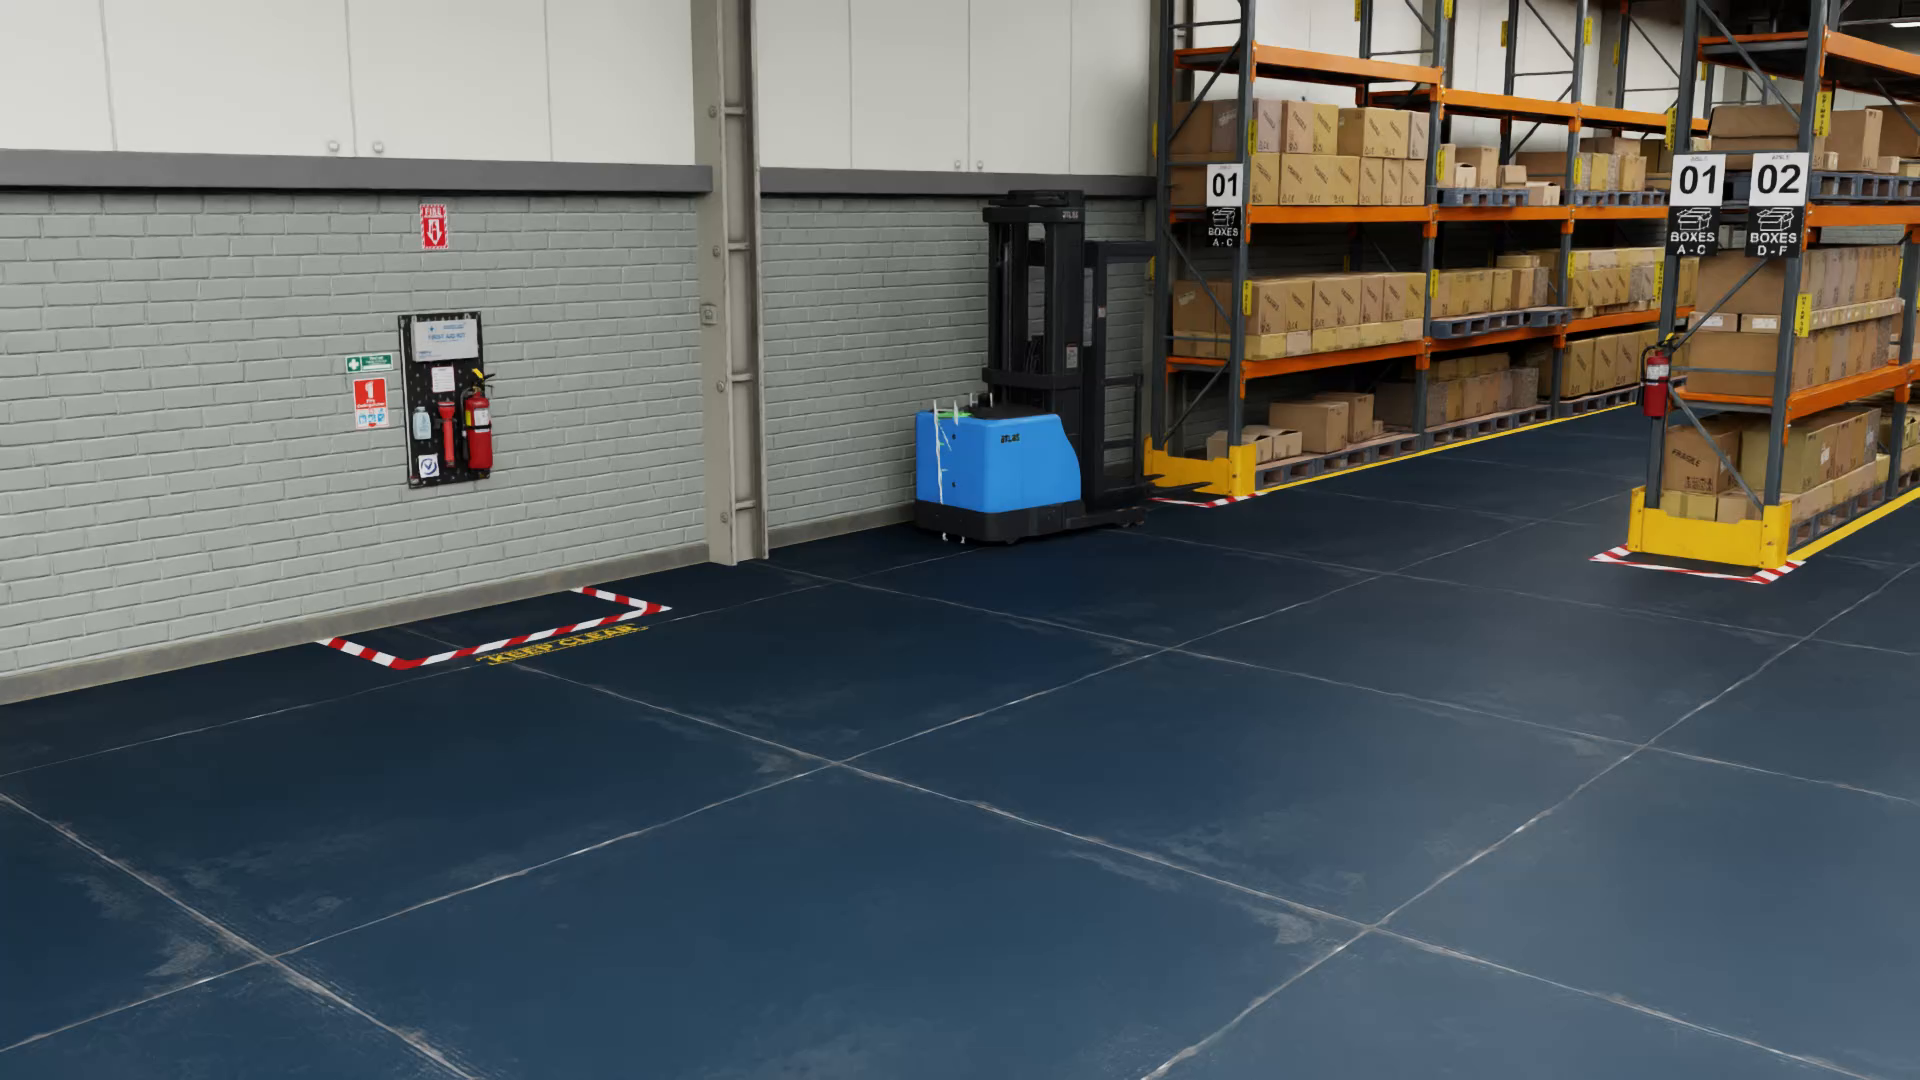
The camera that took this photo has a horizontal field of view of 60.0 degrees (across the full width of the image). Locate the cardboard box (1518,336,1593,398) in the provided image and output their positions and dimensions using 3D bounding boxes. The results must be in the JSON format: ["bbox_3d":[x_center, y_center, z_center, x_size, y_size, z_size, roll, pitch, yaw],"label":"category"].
[{"bbox_3d":[8.223,-2.401,22.991,0.750,0.750,0.750,10,15,40],"label":"cardboard box"}]

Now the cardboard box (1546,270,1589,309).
[{"bbox_3d":[8.152,-3.401,22.516,0.500,0.500,0.500,10,15,42],"label":"cardboard box"}]

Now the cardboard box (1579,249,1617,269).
[{"bbox_3d":[8.813,-3.917,23.186,0.500,0.250,0.500,10,15,41],"label":"cardboard box"}]

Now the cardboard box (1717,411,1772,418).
[{"bbox_3d":[7.192,-0.906,15.124,0.500,0.500,0.500,10,15,40],"label":"cardboard box"}]

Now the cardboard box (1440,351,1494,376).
[{"bbox_3d":[6.443,-2.251,21.168,0.500,0.250,0.500,10,15,40],"label":"cardboard box"}]

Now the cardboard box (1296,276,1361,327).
[{"bbox_3d":[3.910,-2.541,17.691,0.500,0.500,0.500,10,15,42],"label":"cardboard box"}]

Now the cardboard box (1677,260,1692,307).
[{"bbox_3d":[10.649,-3.972,25.671,0.980,0.700,0.700,10,15,41],"label":"cardboard box"}]

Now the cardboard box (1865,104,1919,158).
[{"bbox_3d":[9.159,-3.987,16.250,0.500,0.500,0.500,10,15,41],"label":"cardboard box"}]

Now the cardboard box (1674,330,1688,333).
[{"bbox_3d":[11.557,-3.245,26.455,0.380,0.149,0.250,9,15,39],"label":"cardboard box"}]

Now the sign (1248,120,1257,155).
[{"bbox_3d":[2.766,-3.811,15.742,0.100,0.325,0.005,10,15,40],"label":"sign"}]

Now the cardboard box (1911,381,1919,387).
[{"bbox_3d":[11.803,-1.676,20.204,0.500,0.500,0.500,11,15,43],"label":"cardboard box"}]

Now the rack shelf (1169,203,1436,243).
[{"bbox_3d":[3.678,-3.394,17.722,1.077,0.370,4.000,10,15,40],"label":"rack shelf"}]

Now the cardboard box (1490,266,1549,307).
[{"bbox_3d":[7.336,-3.353,21.960,0.700,0.500,0.500,8,14,34],"label":"cardboard box"}]

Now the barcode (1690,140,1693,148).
[{"bbox_3d":[5.918,-3.204,13.452,0.001,0.075,0.075,10,15,40],"label":"barcode"}]

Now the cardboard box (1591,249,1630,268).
[{"bbox_3d":[9.146,-3.993,23.566,0.500,0.250,0.500,9,15,39],"label":"cardboard box"}]

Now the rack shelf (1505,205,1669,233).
[{"bbox_3d":[8.959,-4.571,23.615,1.077,0.370,4.000,10,15,40],"label":"rack shelf"}]

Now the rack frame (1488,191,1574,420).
[{"bbox_3d":[7.639,-3.158,22.365,1.000,3.000,0.127,10,15,40],"label":"rack frame"}]

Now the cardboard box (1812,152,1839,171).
[{"bbox_3d":[6.990,-3.114,13.697,0.380,0.149,0.250,10,15,40],"label":"cardboard box"}]

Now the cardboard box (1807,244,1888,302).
[{"bbox_3d":[8.101,-2.474,15.374,0.700,0.500,0.500,10,15,40],"label":"cardboard box"}]

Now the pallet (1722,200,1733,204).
[{"bbox_3d":[11.633,-5.472,26.517,1.003,0.211,1.213,10,15,40],"label":"pallet"}]

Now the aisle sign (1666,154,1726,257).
[{"bbox_3d":[5.817,-2.644,13.155,0.394,0.787,0.004,10,15,40],"label":"aisle sign"}]

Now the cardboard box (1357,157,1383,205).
[{"bbox_3d":[4.170,-3.834,17.784,0.500,0.500,0.500,9,14,38],"label":"cardboard box"}]

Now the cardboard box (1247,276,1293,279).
[{"bbox_3d":[3.187,-2.531,17.644,0.500,0.500,0.500,9,15,39],"label":"cardboard box"}]

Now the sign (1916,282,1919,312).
[{"bbox_3d":[9.140,-2.322,15.764,0.100,0.325,0.005,10,15,40],"label":"sign"}]

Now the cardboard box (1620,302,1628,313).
[{"bbox_3d":[9.397,-3.366,23.995,0.380,0.149,0.250,9,15,39],"label":"cardboard box"}]

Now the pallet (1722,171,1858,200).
[{"bbox_3d":[6.568,-2.870,13.487,1.003,0.211,1.213,10,15,40],"label":"pallet"}]

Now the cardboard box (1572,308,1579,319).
[{"bbox_3d":[8.203,-3.099,22.660,0.380,0.149,0.250,10,15,41],"label":"cardboard box"}]

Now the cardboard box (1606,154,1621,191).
[{"bbox_3d":[8.918,-5.212,23.609,0.700,0.500,0.500,10,15,40],"label":"cardboard box"}]

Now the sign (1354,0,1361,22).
[{"bbox_3d":[4.578,-6.118,19.079,0.100,0.325,0.005,10,15,40],"label":"sign"}]

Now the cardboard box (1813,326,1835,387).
[{"bbox_3d":[7.074,-1.608,14.346,0.700,0.500,0.500,10,15,41],"label":"cardboard box"}]

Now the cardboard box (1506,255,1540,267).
[{"bbox_3d":[7.434,-3.686,21.975,0.380,0.149,0.250,7,14,33],"label":"cardboard box"}]

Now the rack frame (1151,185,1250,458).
[{"bbox_3d":[2.358,-1.981,16.472,1.000,3.000,0.127,10,15,40],"label":"rack frame"}]

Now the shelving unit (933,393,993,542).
[{"bbox_3d":[0.065,-0.628,14.214,0.258,1.200,0.503,6,15,38],"label":"shelving unit"}]

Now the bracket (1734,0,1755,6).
[{"bbox_3d":[12.333,-9.063,27.421,0.076,0.066,4.783,10,15,40],"label":"bracket"}]

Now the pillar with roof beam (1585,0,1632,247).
[{"bbox_3d":[13.325,-6.347,23.013,9.100,9.000,0.400,10,15,40],"label":"pillar with roof beam"}]

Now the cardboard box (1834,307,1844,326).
[{"bbox_3d":[7.351,-1.928,14.295,0.380,0.149,0.250,10,15,40],"label":"cardboard box"}]

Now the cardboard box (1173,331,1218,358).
[{"bbox_3d":[2.521,-2.011,16.955,0.500,0.250,0.500,10,15,41],"label":"cardboard box"}]

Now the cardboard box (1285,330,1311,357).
[{"bbox_3d":[3.251,-2.026,17.031,0.500,0.250,0.500,9,15,39],"label":"cardboard box"}]

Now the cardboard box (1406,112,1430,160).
[{"bbox_3d":[4.871,-4.481,18.471,0.500,0.500,0.500,8,14,36],"label":"cardboard box"}]

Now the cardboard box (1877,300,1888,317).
[{"bbox_3d":[8.368,-2.154,15.427,0.380,0.149,0.250,9,15,39],"label":"cardboard box"}]

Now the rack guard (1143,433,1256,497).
[{"bbox_3d":[2.408,-0.767,16.773,1.175,0.500,0.348,10,15,40],"label":"rack guard"}]

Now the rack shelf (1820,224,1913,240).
[{"bbox_3d":[10.042,-3.342,17.465,1.077,0.370,4.000,10,15,40],"label":"rack shelf"}]

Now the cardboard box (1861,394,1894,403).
[{"bbox_3d":[10.117,-1.459,18.372,0.500,0.311,0.500,9,15,39],"label":"cardboard box"}]

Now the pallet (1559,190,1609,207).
[{"bbox_3d":[8.024,-4.638,22.599,1.213,0.211,1.003,11,16,43],"label":"pallet"}]

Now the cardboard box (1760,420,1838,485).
[{"bbox_3d":[7.251,-0.766,14.420,0.500,0.500,0.500,10,15,40],"label":"cardboard box"}]

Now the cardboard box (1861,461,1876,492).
[{"bbox_3d":[8.242,-0.619,15.598,0.500,0.250,0.500,10,15,40],"label":"cardboard box"}]

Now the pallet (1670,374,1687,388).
[{"bbox_3d":[10.840,-2.481,26.094,1.003,0.211,1.213,10,15,40],"label":"pallet"}]

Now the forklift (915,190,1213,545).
[{"bbox_3d":[1.048,-1.616,14.818,3.031,2.935,1.130,-10,15,-40],"label":"forklift"}]

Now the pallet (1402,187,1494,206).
[{"bbox_3d":[5.486,-4.026,19.529,1.213,0.211,1.003,10,15,40],"label":"pallet"}]

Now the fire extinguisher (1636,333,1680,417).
[{"bbox_3d":[5.654,-1.346,13.490,0.296,0.674,0.183,10,15,40],"label":"fire extinguisher"}]

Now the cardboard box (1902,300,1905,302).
[{"bbox_3d":[10.267,-2.318,17.905,0.500,0.500,0.500,9,14,37],"label":"cardboard box"}]

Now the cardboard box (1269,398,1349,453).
[{"bbox_3d":[3.780,-1.247,18.053,0.700,0.500,0.500,9,14,37],"label":"cardboard box"}]

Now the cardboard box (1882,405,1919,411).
[{"bbox_3d":[9.857,-1.240,17.279,0.500,0.311,0.500,9,14,38],"label":"cardboard box"}]

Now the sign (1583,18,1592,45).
[{"bbox_3d":[8.053,-6.528,21.334,0.100,0.325,0.005,10,15,40],"label":"sign"}]

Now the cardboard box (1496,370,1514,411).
[{"bbox_3d":[6.775,-1.975,21.699,0.700,0.500,0.500,10,15,40],"label":"cardboard box"}]
